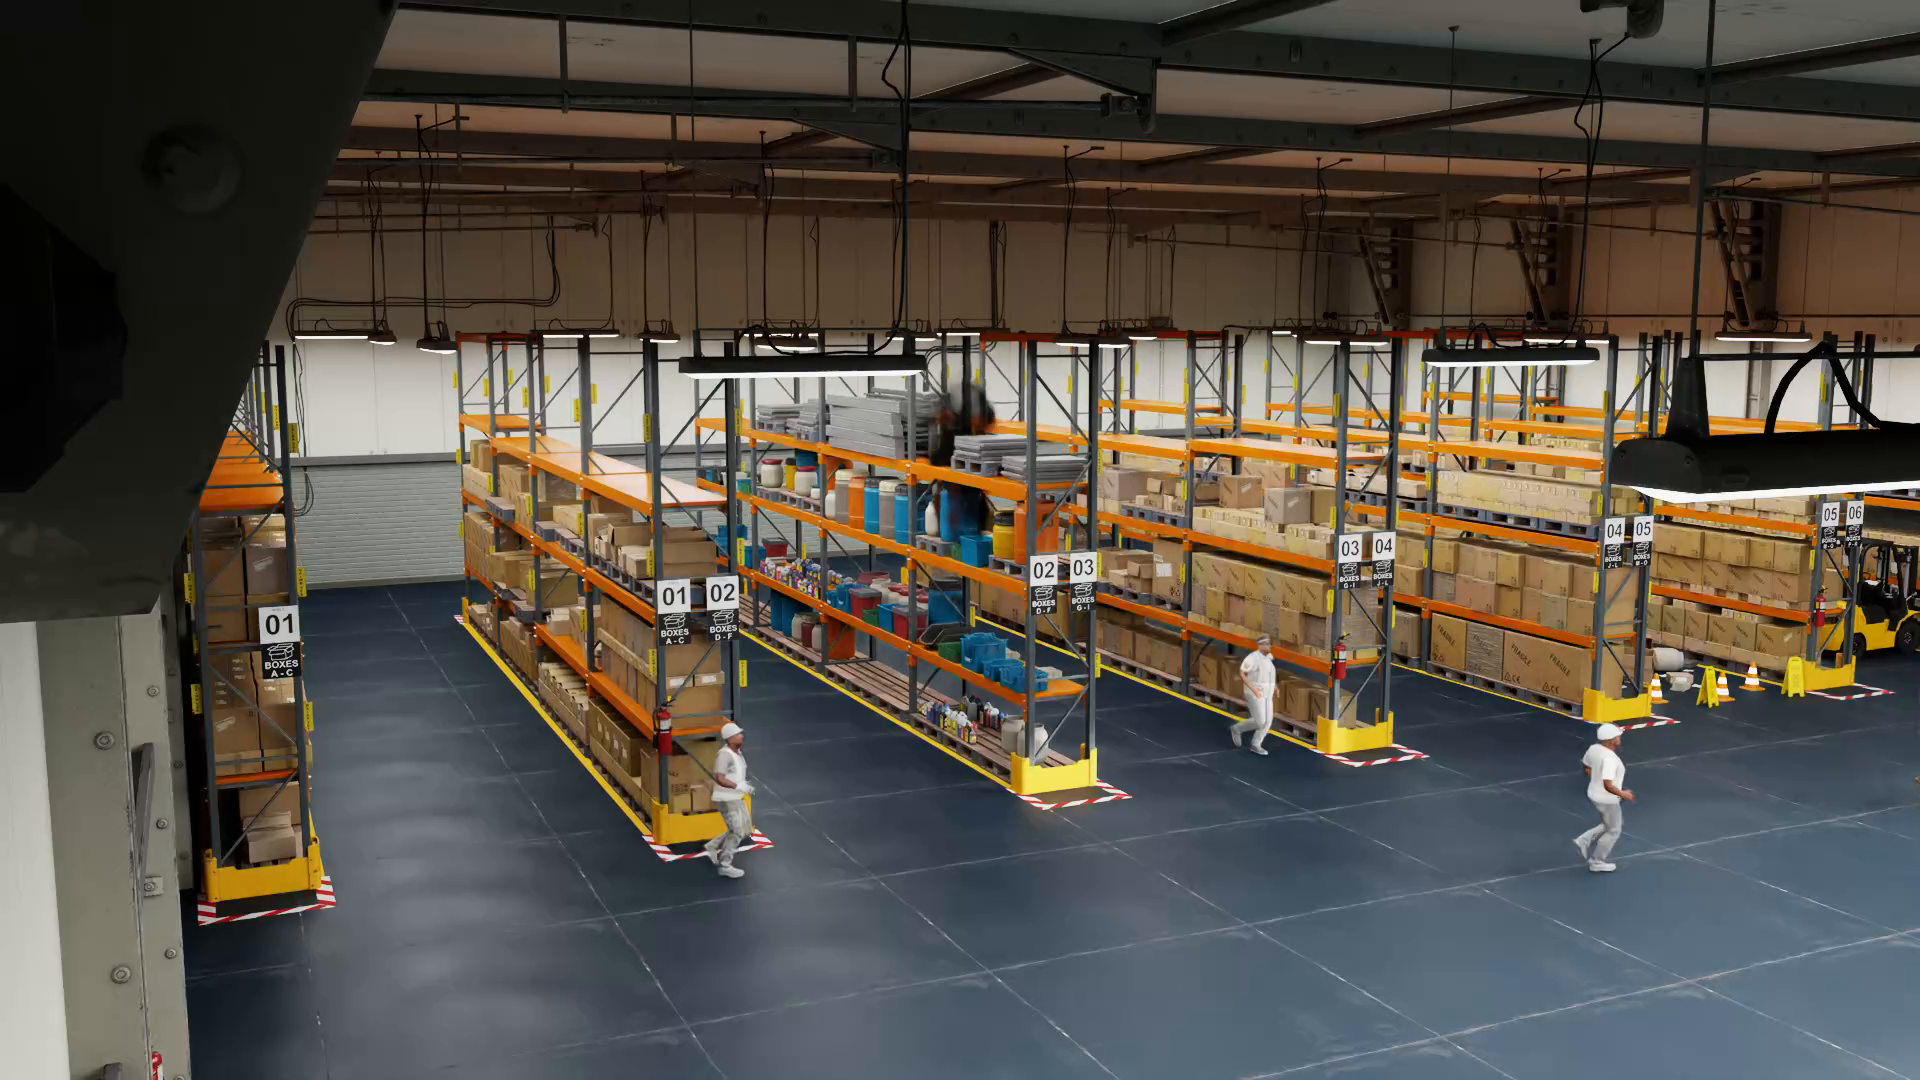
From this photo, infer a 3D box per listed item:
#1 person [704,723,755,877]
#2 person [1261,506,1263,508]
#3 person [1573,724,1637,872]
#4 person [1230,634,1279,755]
[{"bbox_3d":[-2.612,2.938,18.950,0.637,1.721,0.725,1,8,8],"label":"person"},{"bbox_3d":[8.151,-0.446,44.274,1.104,1.618,0.763,3,8,20],"label":"person"},{"bbox_3d":[7.340,2.935,18.934,0.576,1.721,0.679,0,8,1],"label":"person"},{"bbox_3d":[4.359,2.213,24.239,0.680,1.728,0.630,-7,10,-40],"label":"person"}]
